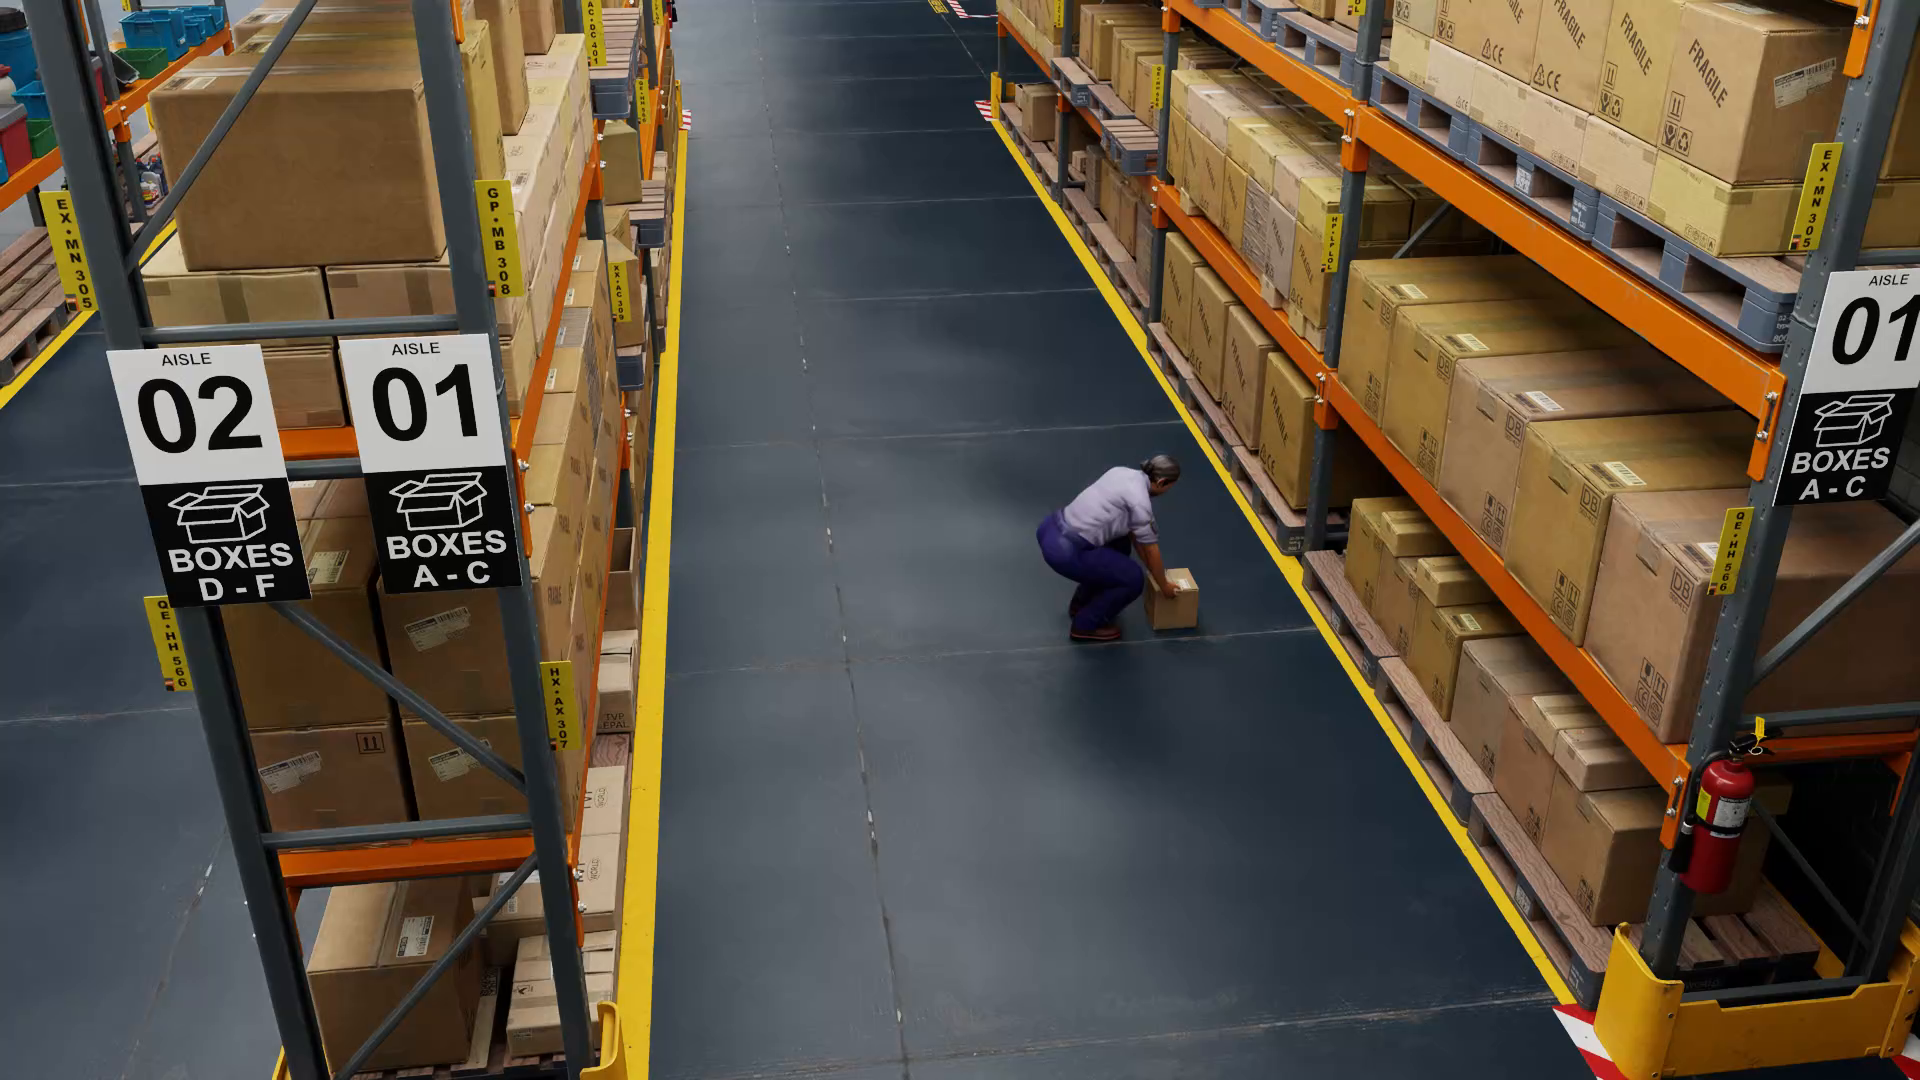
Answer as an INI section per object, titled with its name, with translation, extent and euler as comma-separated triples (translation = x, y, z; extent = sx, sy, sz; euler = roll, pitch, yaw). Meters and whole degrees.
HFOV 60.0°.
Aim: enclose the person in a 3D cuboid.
[person]
translation = 0.824, 0.020, 9.298
extent = 0.796, 1.010, 0.530
euler = -4, 28, -7
